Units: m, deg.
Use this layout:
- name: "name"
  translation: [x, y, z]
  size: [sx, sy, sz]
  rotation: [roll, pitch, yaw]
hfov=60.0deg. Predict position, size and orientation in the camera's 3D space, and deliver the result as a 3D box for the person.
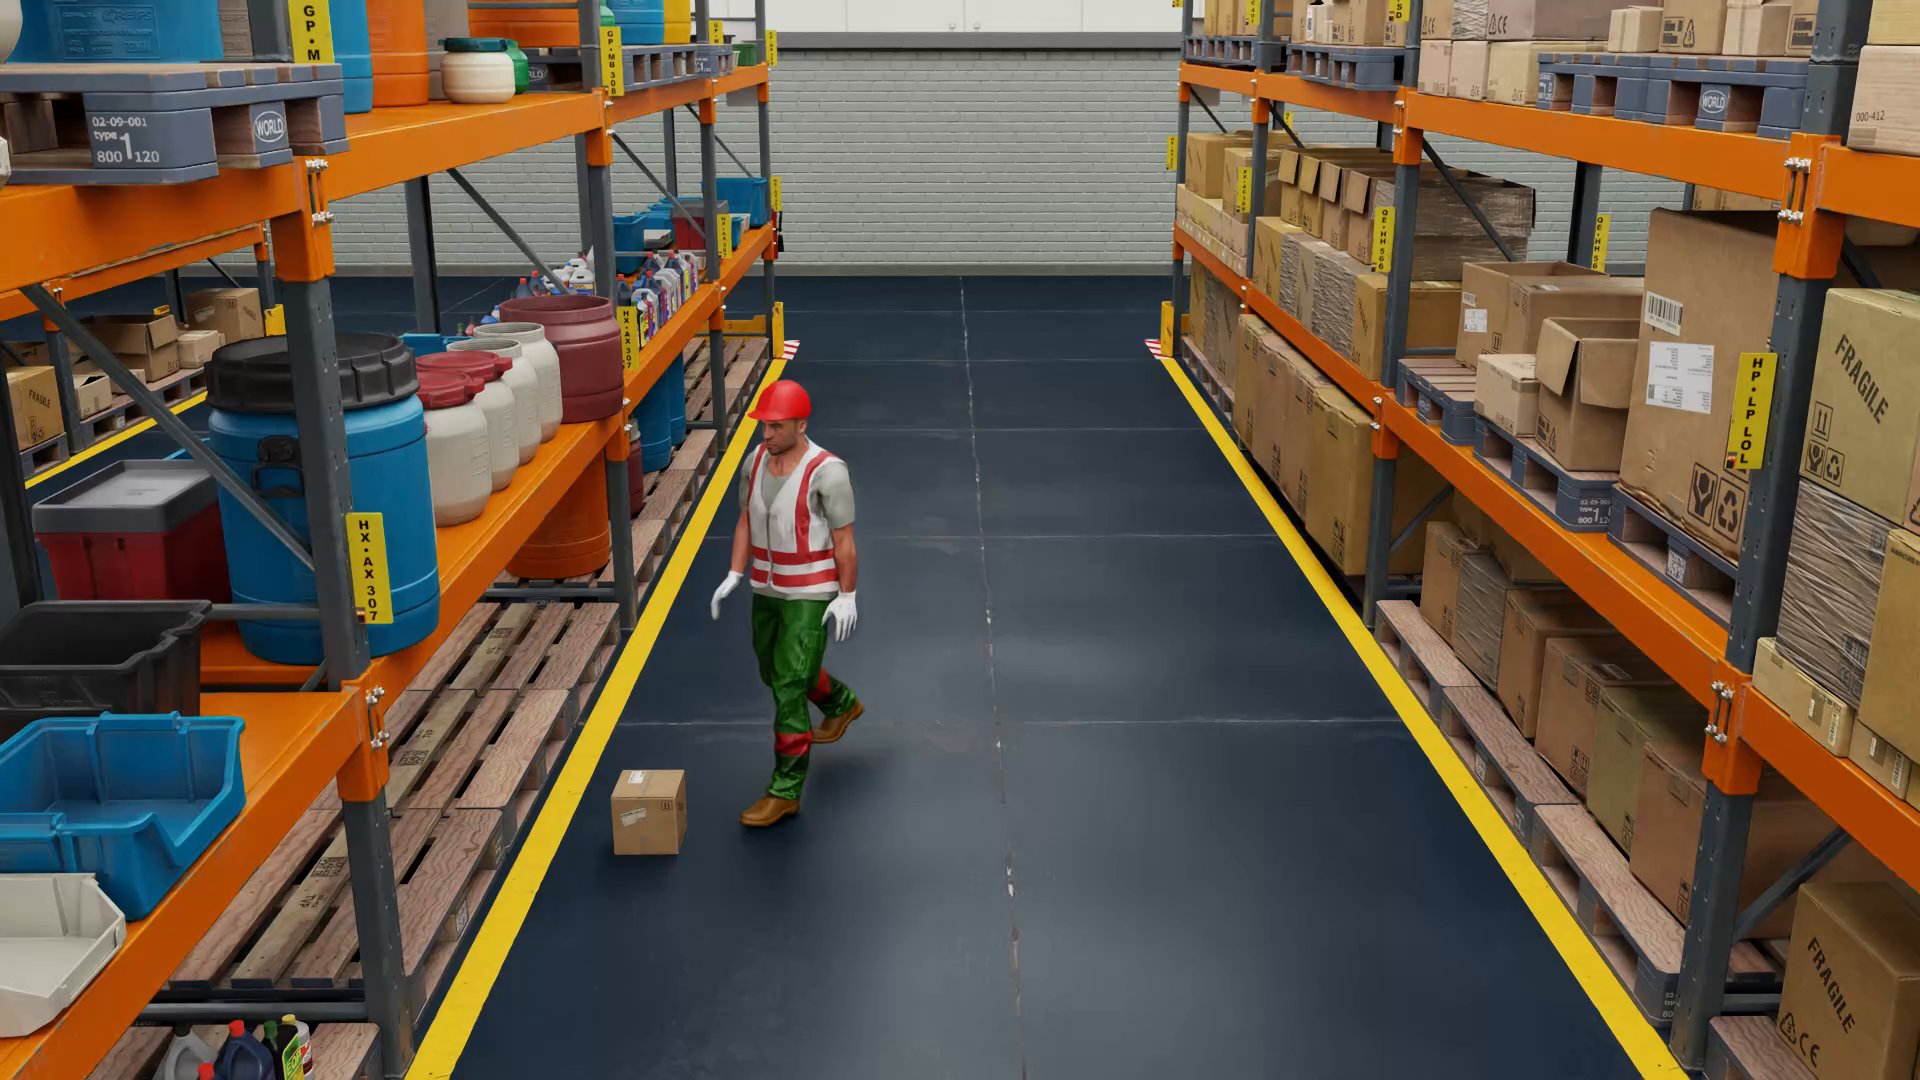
- name: "person"
  translation: [-0.665, 0.204, 6.822]
  size: [0.541, 1.764, 0.912]
  rotation: [13, 21, 37]
